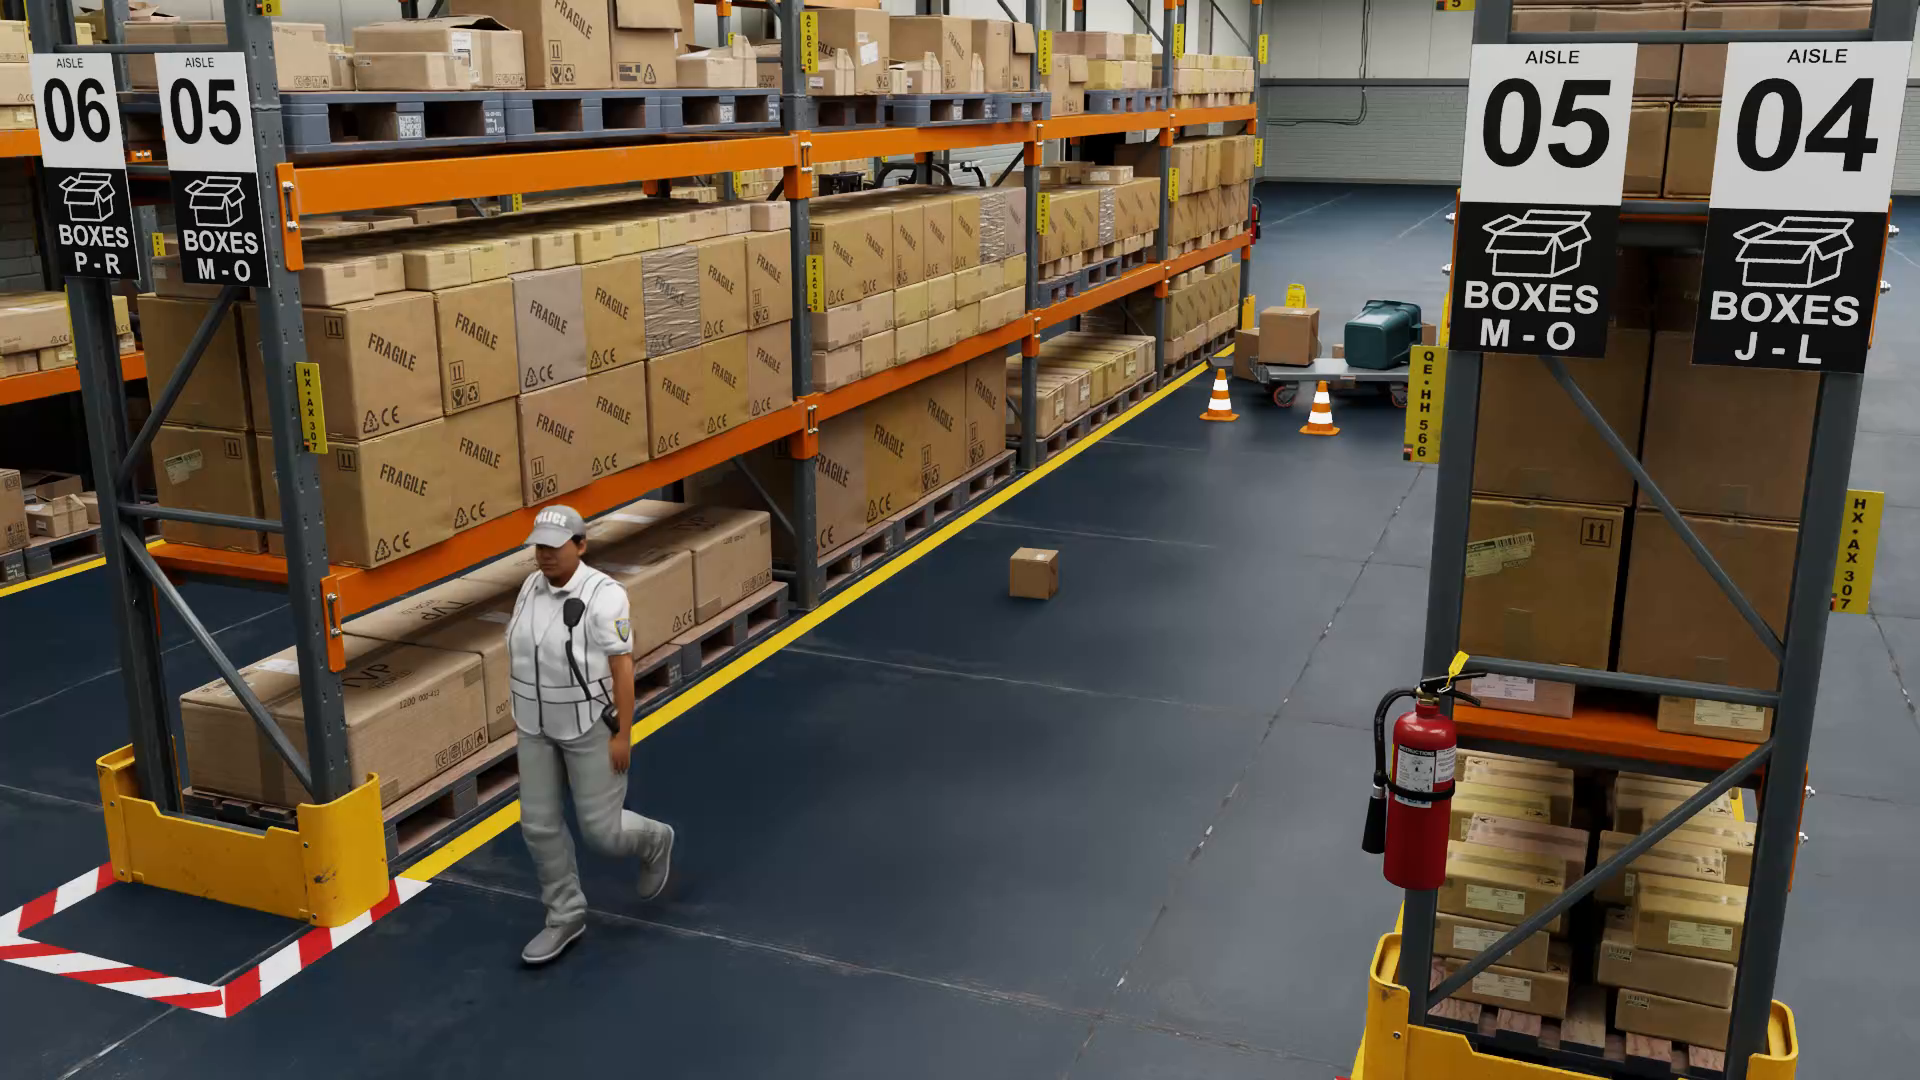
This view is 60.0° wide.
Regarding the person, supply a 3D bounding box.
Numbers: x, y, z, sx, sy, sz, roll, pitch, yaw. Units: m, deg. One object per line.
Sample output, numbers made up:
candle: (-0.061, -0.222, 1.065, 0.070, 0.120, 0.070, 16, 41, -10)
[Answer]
person: (-1.383, 0.668, 6.066, 0.488, 1.646, 0.673, 6, 17, 22)
